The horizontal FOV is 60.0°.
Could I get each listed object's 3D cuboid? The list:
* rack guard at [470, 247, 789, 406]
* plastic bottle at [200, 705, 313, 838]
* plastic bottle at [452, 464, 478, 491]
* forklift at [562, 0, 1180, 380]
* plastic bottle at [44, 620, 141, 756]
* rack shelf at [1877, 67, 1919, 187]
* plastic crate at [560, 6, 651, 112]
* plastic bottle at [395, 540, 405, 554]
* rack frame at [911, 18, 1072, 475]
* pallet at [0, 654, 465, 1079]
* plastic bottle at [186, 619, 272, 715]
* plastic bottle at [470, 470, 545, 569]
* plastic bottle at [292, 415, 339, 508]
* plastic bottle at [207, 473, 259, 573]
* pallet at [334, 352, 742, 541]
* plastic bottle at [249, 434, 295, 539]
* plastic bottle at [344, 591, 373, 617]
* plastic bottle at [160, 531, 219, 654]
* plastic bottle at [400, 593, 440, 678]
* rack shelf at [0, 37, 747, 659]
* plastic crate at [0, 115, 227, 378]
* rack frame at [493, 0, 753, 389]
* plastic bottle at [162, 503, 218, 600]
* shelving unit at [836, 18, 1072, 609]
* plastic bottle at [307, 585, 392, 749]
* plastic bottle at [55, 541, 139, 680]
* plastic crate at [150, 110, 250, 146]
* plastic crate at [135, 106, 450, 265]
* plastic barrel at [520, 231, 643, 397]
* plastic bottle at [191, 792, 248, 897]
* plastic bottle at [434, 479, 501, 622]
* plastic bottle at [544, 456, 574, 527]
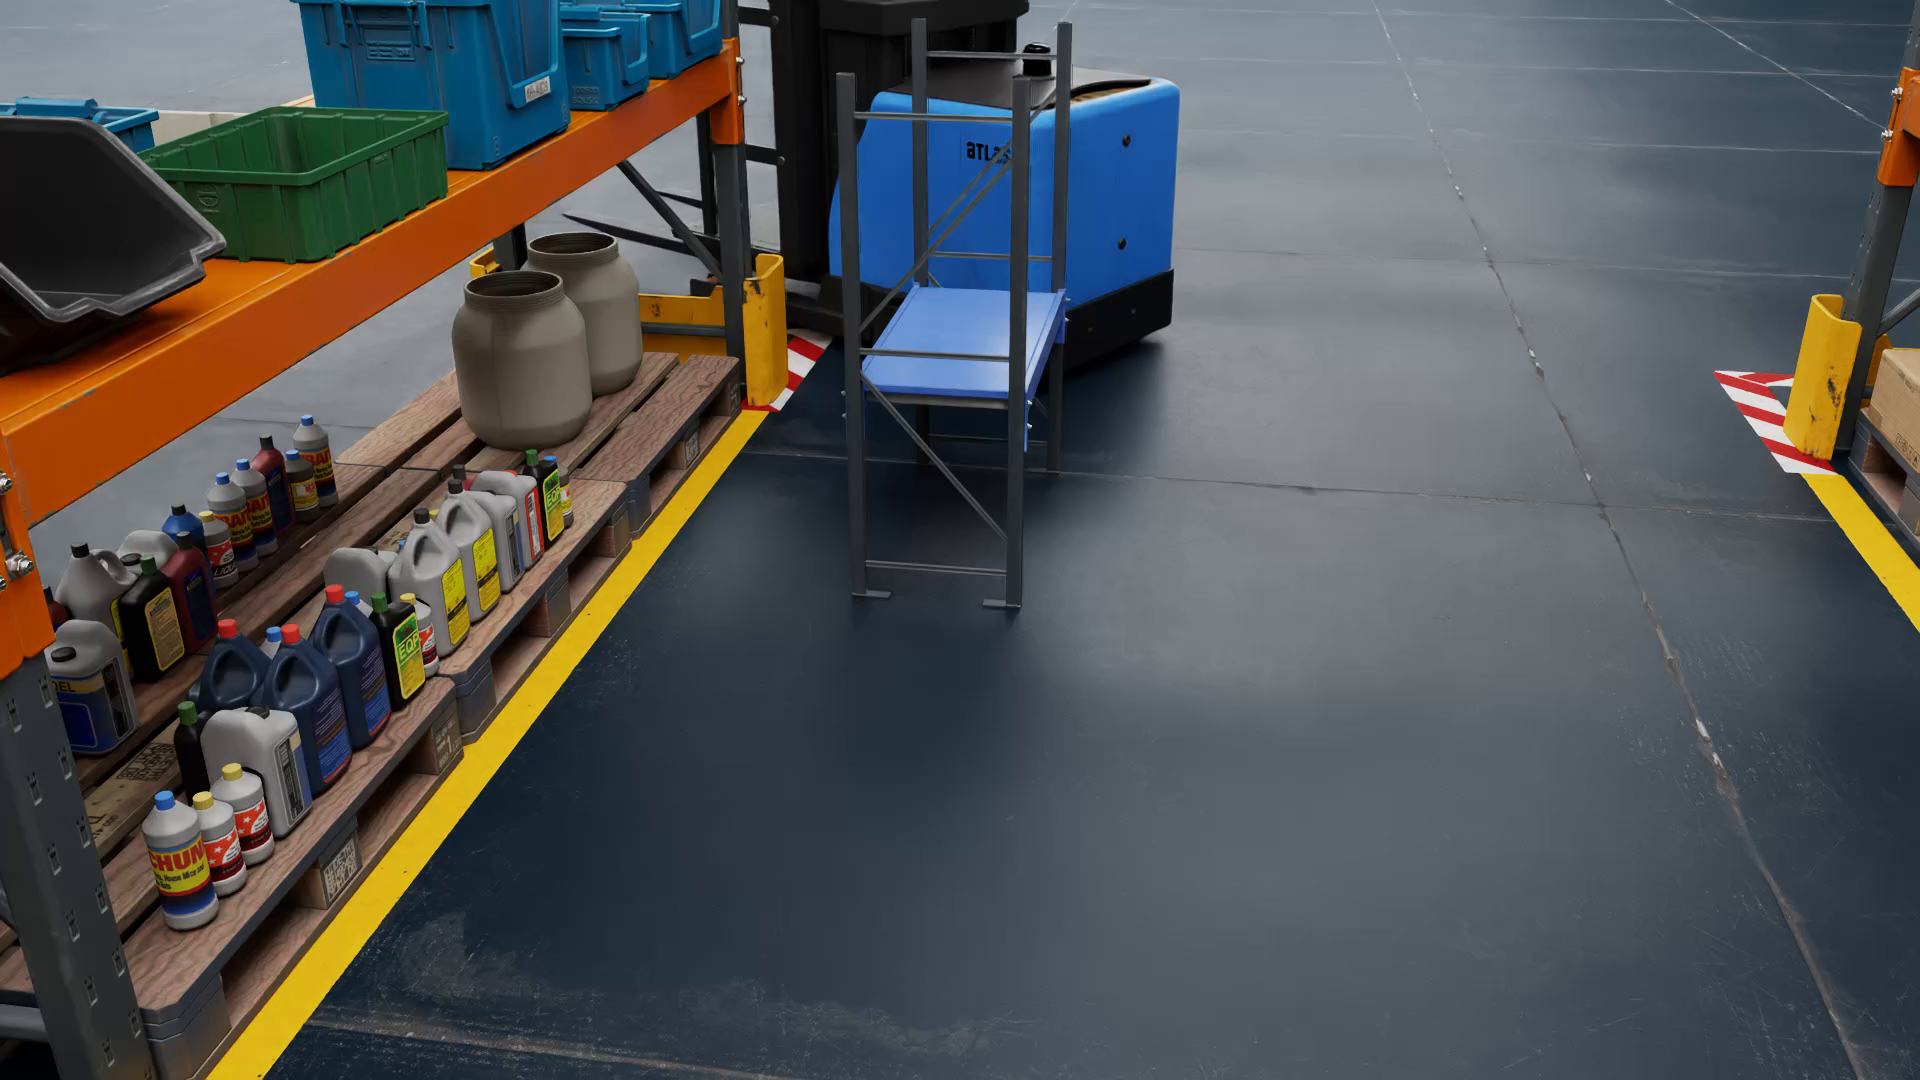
[{"bbox_3d":[-1.272,-0.844,6.462,1.175,0.500,0.348,4,25,9],"label":"rack guard"},{"bbox_3d":[-1.450,0.457,3.430,0.152,0.276,0.135,5,26,10],"label":"plastic bottle"},{"bbox_3d":[-1.347,-0.085,4.578,0.061,0.283,0.133,4,25,9],"label":"plastic bottle"},{"bbox_3d":[-0.567,-2.430,6.983,3.031,2.935,1.130,19,31,35],"label":"forklift"},{"bbox_3d":[-1.958,0.327,3.708,0.152,0.276,0.135,4,25,9],"label":"plastic bottle"},{"bbox_3d":[3.253,-0.504,3.636,1.077,0.370,4.000,4,25,9],"label":"rack shelf"},{"bbox_3d":[-1.205,-1.442,4.968,0.499,0.251,0.408,4,25,9],"label":"plastic crate"},{"bbox_3d":[-1.414,0.097,4.286,0.097,0.201,0.097,0,25,0],"label":"plastic bottle"},{"bbox_3d":[0.097,-0.928,5.462,0.500,1.500,0.032,4,25,9],"label":"rack frame"},{"bbox_3d":[-1.809,0.647,3.618,1.003,0.211,1.213,4,25,9],"label":"pallet"},{"bbox_3d":[-1.561,0.344,3.583,0.144,0.351,0.185,4,25,9],"label":"plastic bottle"},{"bbox_3d":[-1.242,-0.074,4.564,0.152,0.276,0.135,4,25,9],"label":"plastic bottle"},{"bbox_3d":[-1.910,-0.238,4.919,0.097,0.271,0.097,0,25,0],"label":"plastic bottle"},{"bbox_3d":[-1.983,-0.052,4.523,0.097,0.271,0.097,0,25,0],"label":"plastic bottle"},{"bbox_3d":[-1.410,-0.373,5.799,1.003,0.211,1.213,4,25,9],"label":"pallet"},{"bbox_3d":[-1.965,-0.150,4.716,0.061,0.283,0.133,4,25,9],"label":"plastic bottle"},{"bbox_3d":[-1.401,0.247,3.884,0.097,0.271,0.097,0,25,0],"label":"plastic bottle"},{"bbox_3d":[-1.919,0.128,4.123,0.061,0.283,0.133,4,25,9],"label":"plastic bottle"},{"bbox_3d":[-1.319,0.226,4.011,0.097,0.201,0.097,0,25,0],"label":"plastic bottle"},{"bbox_3d":[-1.633,-0.848,4.373,1.077,0.370,4.000,4,25,9],"label":"rack shelf"},{"bbox_3d":[-1.749,-0.520,2.895,0.767,0.338,0.504,4,25,9],"label":"plastic crate"},{"bbox_3d":[-1.306,-2.011,6.007,1.000,3.000,0.127,4,25,9],"label":"rack frame"},{"bbox_3d":[-2.016,0.032,4.342,0.097,0.271,0.097,0,25,0],"label":"plastic bottle"},{"bbox_3d":[0.014,-0.715,5.008,0.538,1.500,1.048,4,25,9],"label":"shelving unit"},{"bbox_3d":[-1.388,0.275,3.730,0.144,0.351,0.185,3,25,6],"label":"plastic bottle"},{"bbox_3d":[-2.055,0.158,3.980,0.144,0.351,0.185,4,25,8],"label":"plastic bottle"},{"bbox_3d":[-1.945,-0.915,3.978,0.530,0.136,0.437,4,25,9],"label":"plastic crate"},{"bbox_3d":[-1.460,-0.790,3.649,0.450,0.188,0.662,4,25,9],"label":"plastic crate"},{"bbox_3d":[-1.339,-0.794,5.846,0.421,0.512,0.421,0,25,0],"label":"plastic barrel"},{"bbox_3d":[-1.459,0.585,3.244,0.097,0.201,0.097,0,25,0],"label":"plastic bottle"},{"bbox_3d":[-1.288,0.019,4.276,0.144,0.351,0.185,5,26,11],"label":"plastic bottle"},{"bbox_3d":[-1.174,-0.144,4.801,0.097,0.201,0.097,0,25,0],"label":"plastic bottle"}]
